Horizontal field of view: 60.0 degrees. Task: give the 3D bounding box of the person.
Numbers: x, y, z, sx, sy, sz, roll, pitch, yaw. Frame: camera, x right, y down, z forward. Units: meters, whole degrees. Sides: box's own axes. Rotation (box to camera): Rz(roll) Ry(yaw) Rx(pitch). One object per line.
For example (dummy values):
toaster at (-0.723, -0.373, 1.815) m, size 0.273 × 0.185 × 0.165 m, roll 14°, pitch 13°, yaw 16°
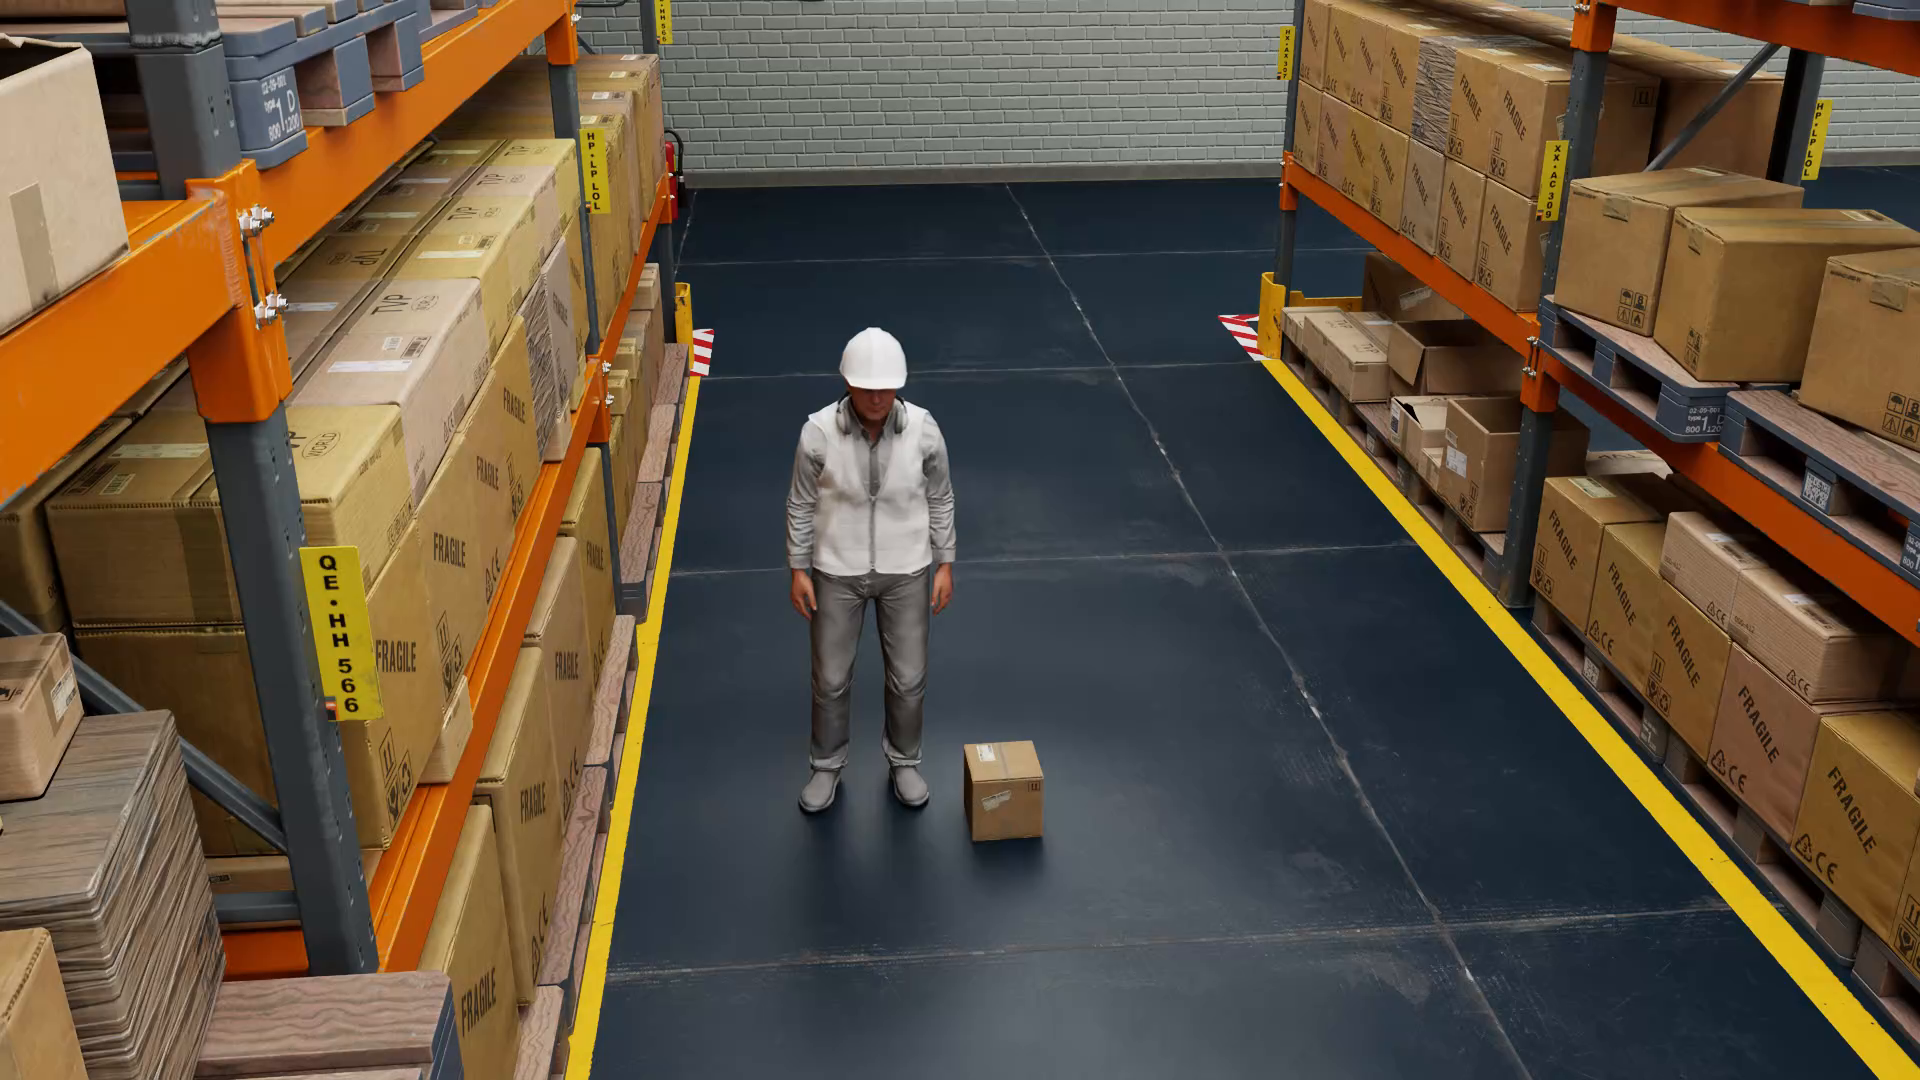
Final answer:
person at (-0.307, 0.108, 5.822) m, size 0.589 × 1.769 × 0.462 m, roll -2°, pitch 24°, yaw -5°
